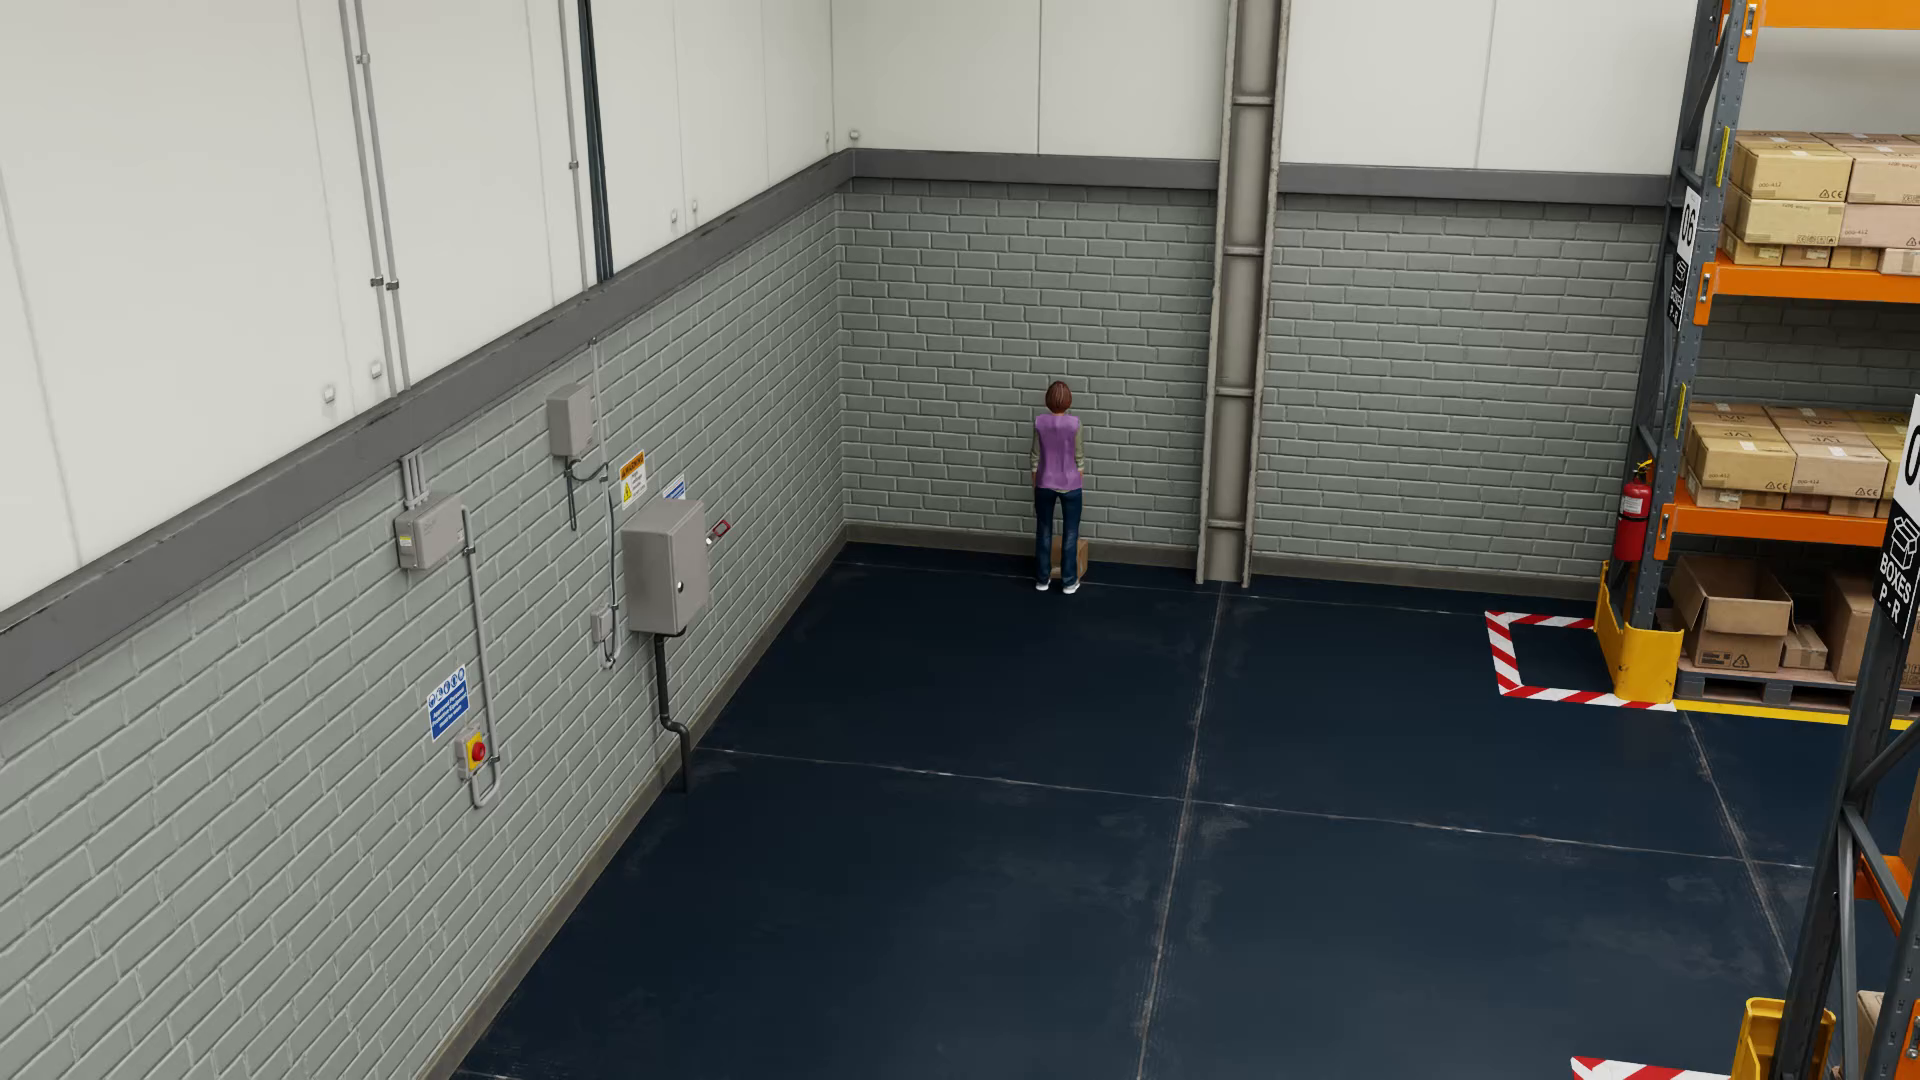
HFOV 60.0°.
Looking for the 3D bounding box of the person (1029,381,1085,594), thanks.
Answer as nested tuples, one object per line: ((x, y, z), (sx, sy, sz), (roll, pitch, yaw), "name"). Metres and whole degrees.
((0.701, -0.385, 12.065), (0.406, 1.596, 0.310), (5, 22, 12), "person")
